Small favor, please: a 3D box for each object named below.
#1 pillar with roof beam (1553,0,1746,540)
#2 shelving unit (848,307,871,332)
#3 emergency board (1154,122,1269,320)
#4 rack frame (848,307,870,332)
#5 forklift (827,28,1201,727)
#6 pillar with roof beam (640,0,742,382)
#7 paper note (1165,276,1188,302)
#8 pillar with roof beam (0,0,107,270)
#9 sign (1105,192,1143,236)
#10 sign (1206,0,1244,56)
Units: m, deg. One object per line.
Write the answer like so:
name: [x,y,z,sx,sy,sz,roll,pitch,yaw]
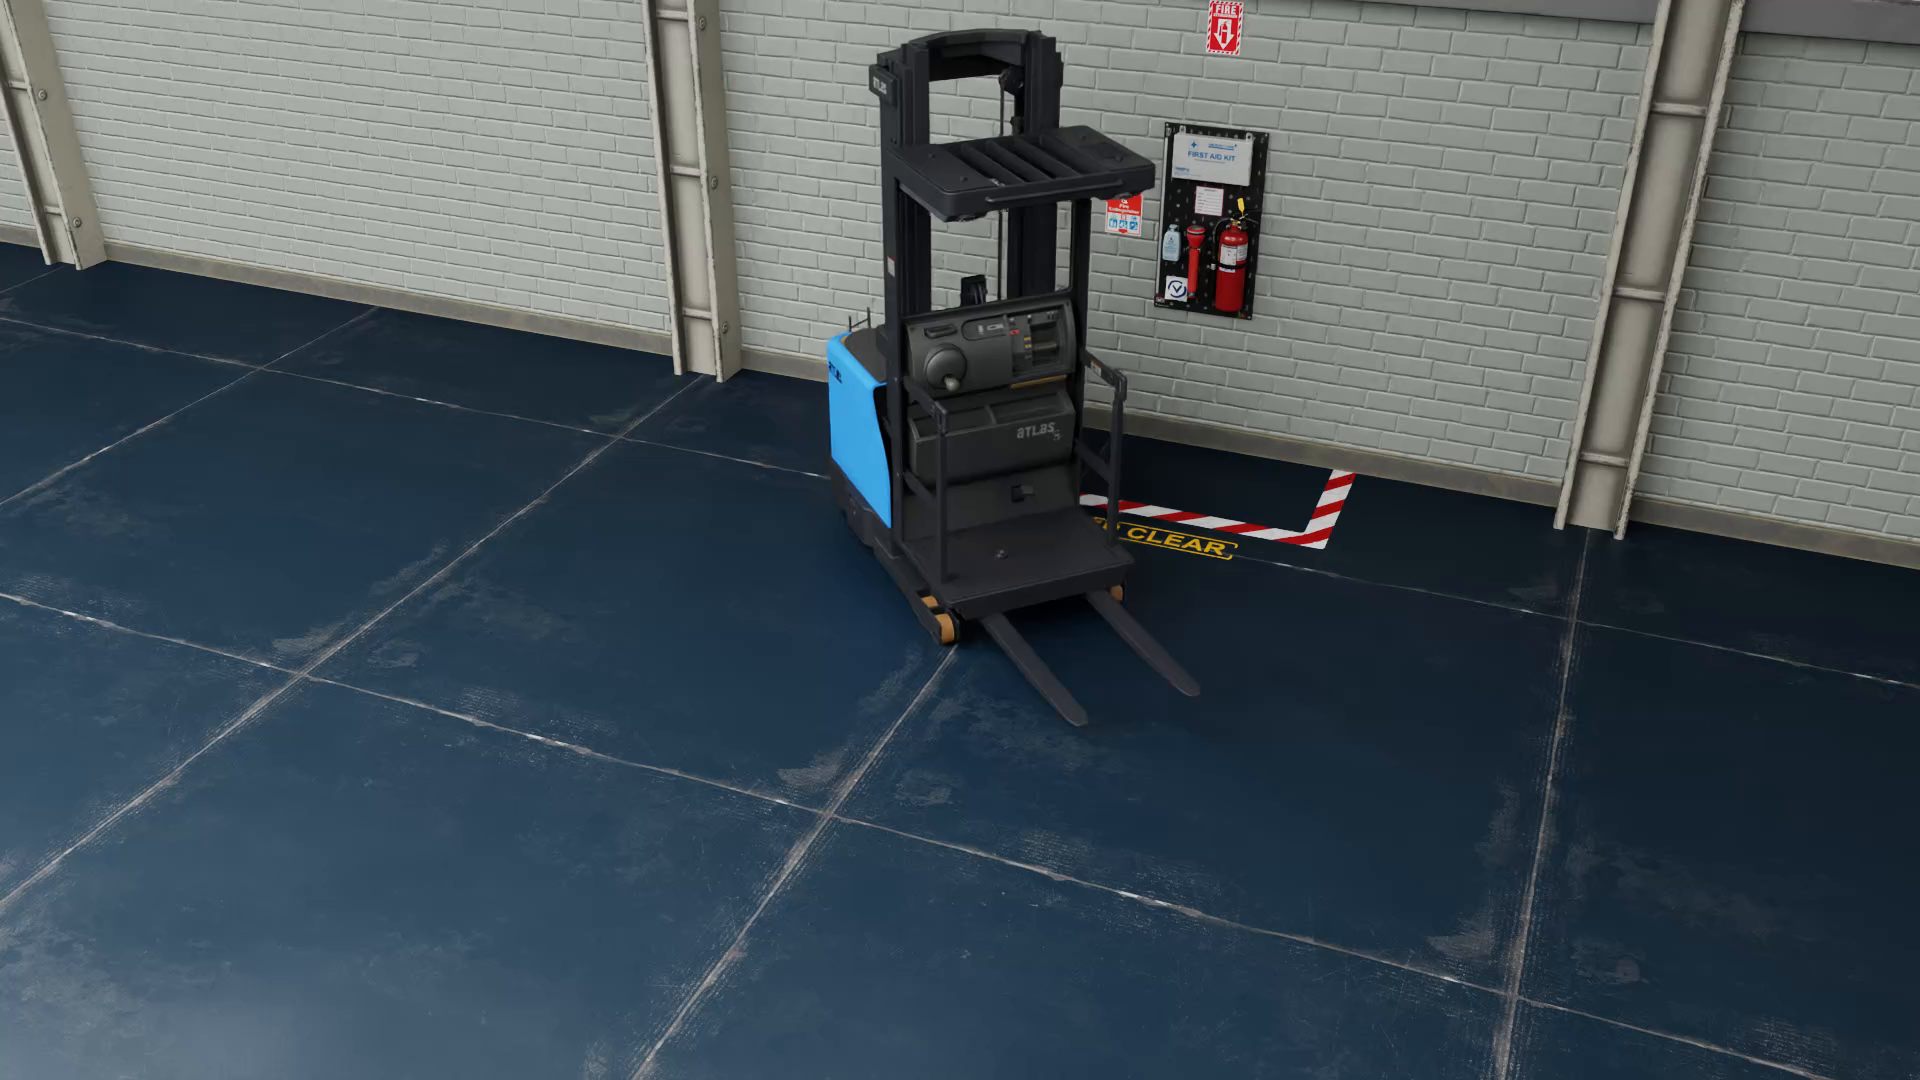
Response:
pillar with roof beam: [2.147,-2.060,4.250,0.400,9.000,9.100,11,31,19]
shelving unit: [-0.509,-0.888,10.253,0.252,1.050,0.215,19,35,30]
emergency board: [1.490,-1.886,10.039,0.643,1.169,0.194,11,31,19]
rack frame: [-0.608,-0.922,10.315,0.008,1.050,0.200,19,35,30]
forklift: [0.256,-0.963,8.475,1.130,2.935,3.031,-12,32,-20]
pillar with roof beam: [-3.413,-3.170,6.214,0.400,9.000,9.100,11,31,19]
paper note: [1.351,-1.567,10.369,0.142,0.148,0.016,11,31,19]
pillar with roof beam: [-8.973,-4.281,8.178,0.400,9.000,9.100,11,31,19]
sign: [1.016,-2.051,10.294,0.234,0.329,0.001,11,31,19]
sign: [1.520,-2.942,9.551,0.199,0.298,0.001,11,31,19]
